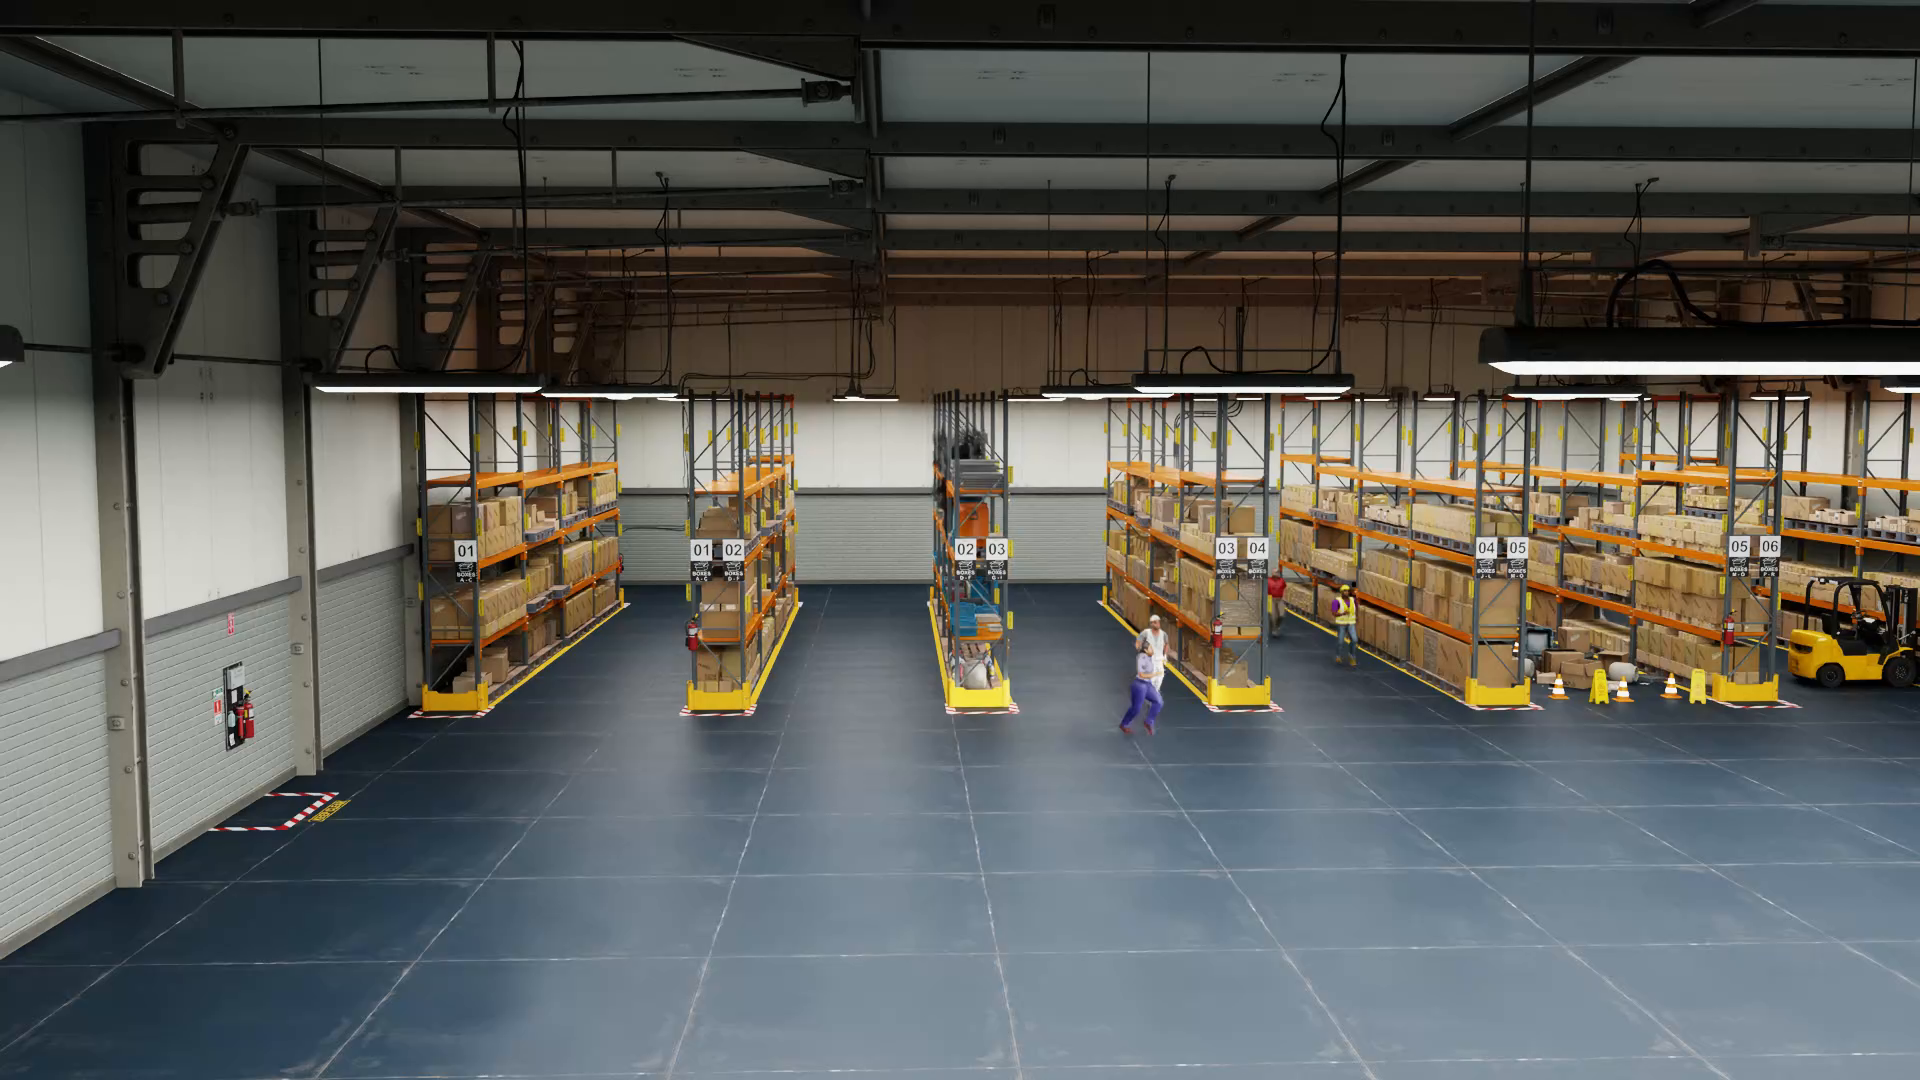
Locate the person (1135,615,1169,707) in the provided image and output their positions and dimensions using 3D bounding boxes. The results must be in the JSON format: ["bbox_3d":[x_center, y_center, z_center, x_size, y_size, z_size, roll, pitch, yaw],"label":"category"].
[{"bbox_3d":[3.668,2.287,31.623,0.687,1.746,0.581,-1,5,-12],"label":"person"}]

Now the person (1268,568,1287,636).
[{"bbox_3d":[7.787,1.531,41.014,0.638,1.681,0.586,0,5,-3],"label":"person"}]

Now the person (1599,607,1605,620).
[{"bbox_3d":[16.201,1.418,42.011,0.676,1.751,0.865,0,5,-4],"label":"person"}]

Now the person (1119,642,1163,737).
[{"bbox_3d":[3.131,2.573,28.681,0.806,1.657,0.628,2,5,25],"label":"person"}]

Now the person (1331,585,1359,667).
[{"bbox_3d":[8.454,1.882,36.404,0.684,1.816,0.731,0,5,-5],"label":"person"}]
